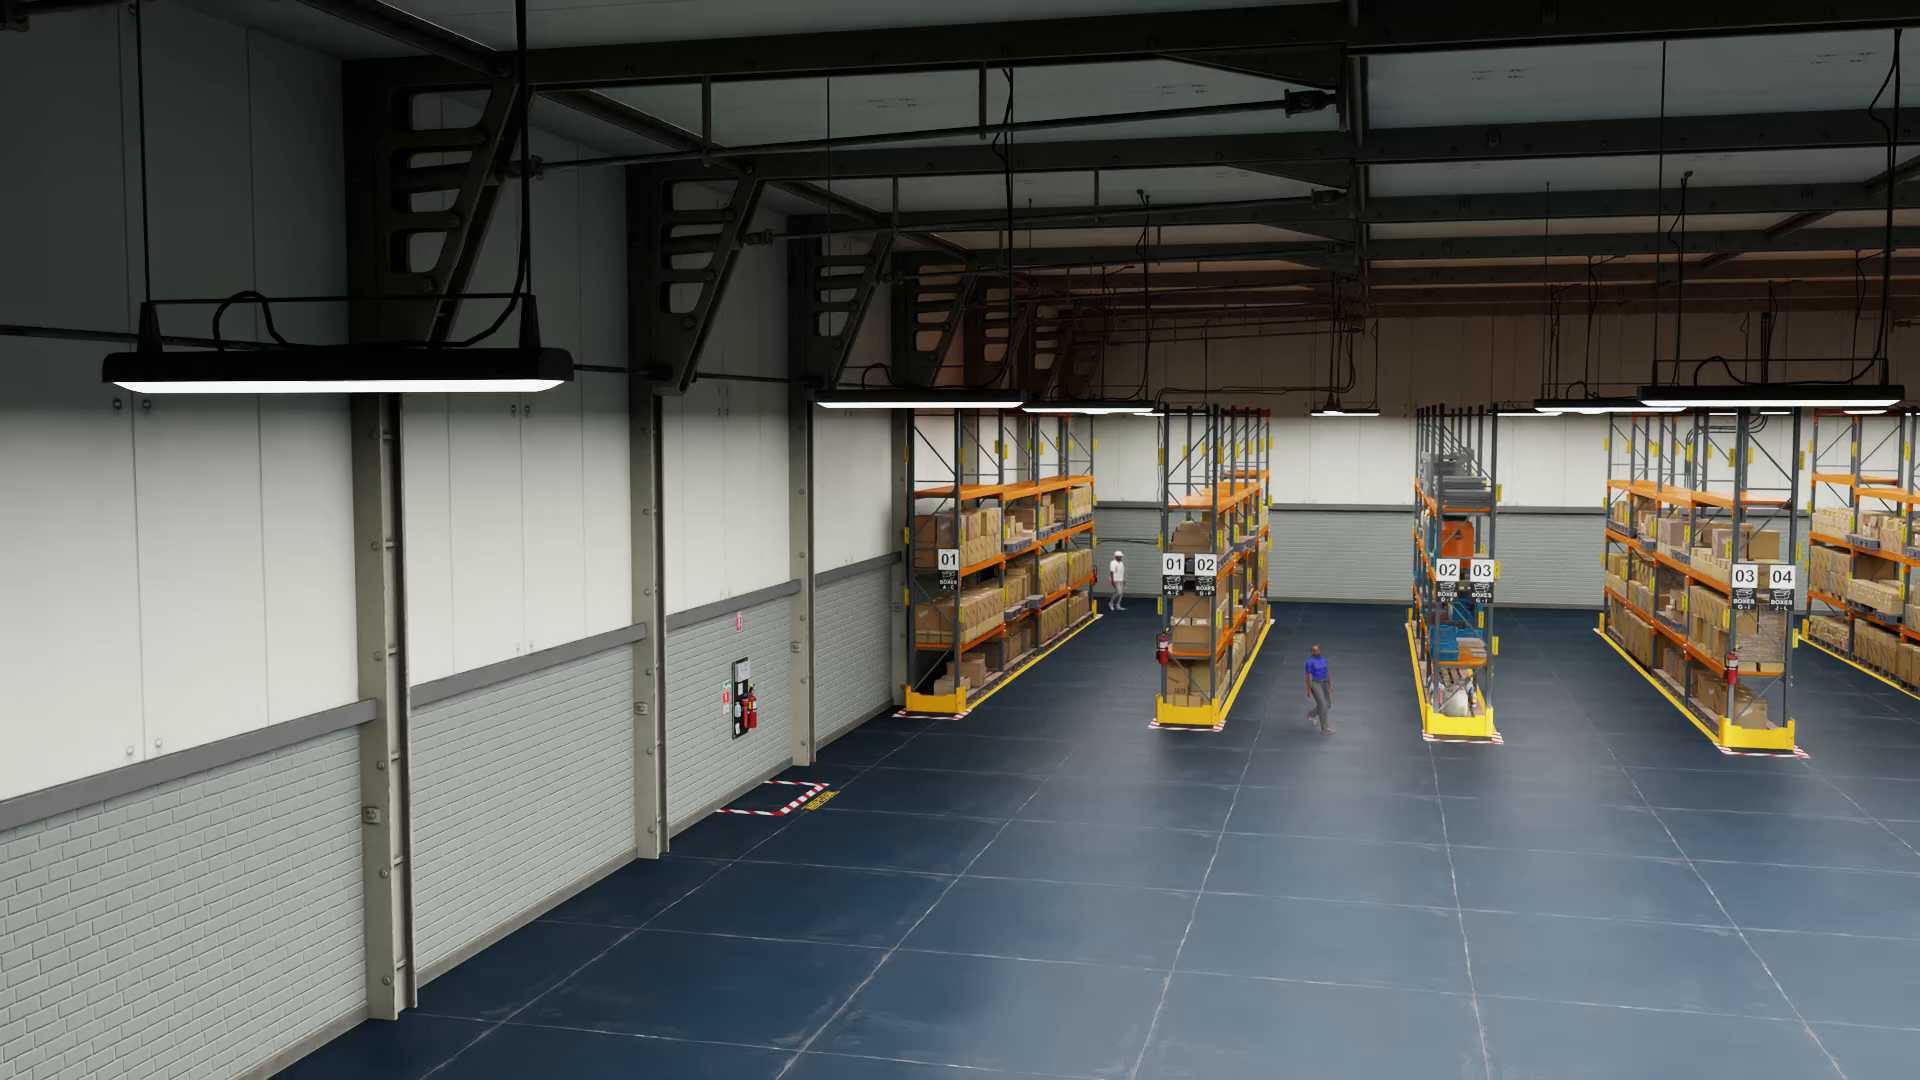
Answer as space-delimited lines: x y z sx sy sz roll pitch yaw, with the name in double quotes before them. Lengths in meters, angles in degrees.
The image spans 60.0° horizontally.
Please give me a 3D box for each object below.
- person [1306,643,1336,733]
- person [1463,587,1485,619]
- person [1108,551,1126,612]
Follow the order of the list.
"person" 6.576 2.691 30.436 0.448 1.615 0.804 -3 5 -34
"person" 14.405 1.417 47.044 1.028 1.709 0.581 3 5 36
"person" 4.689 1.227 49.572 0.445 1.789 0.636 3 5 32
